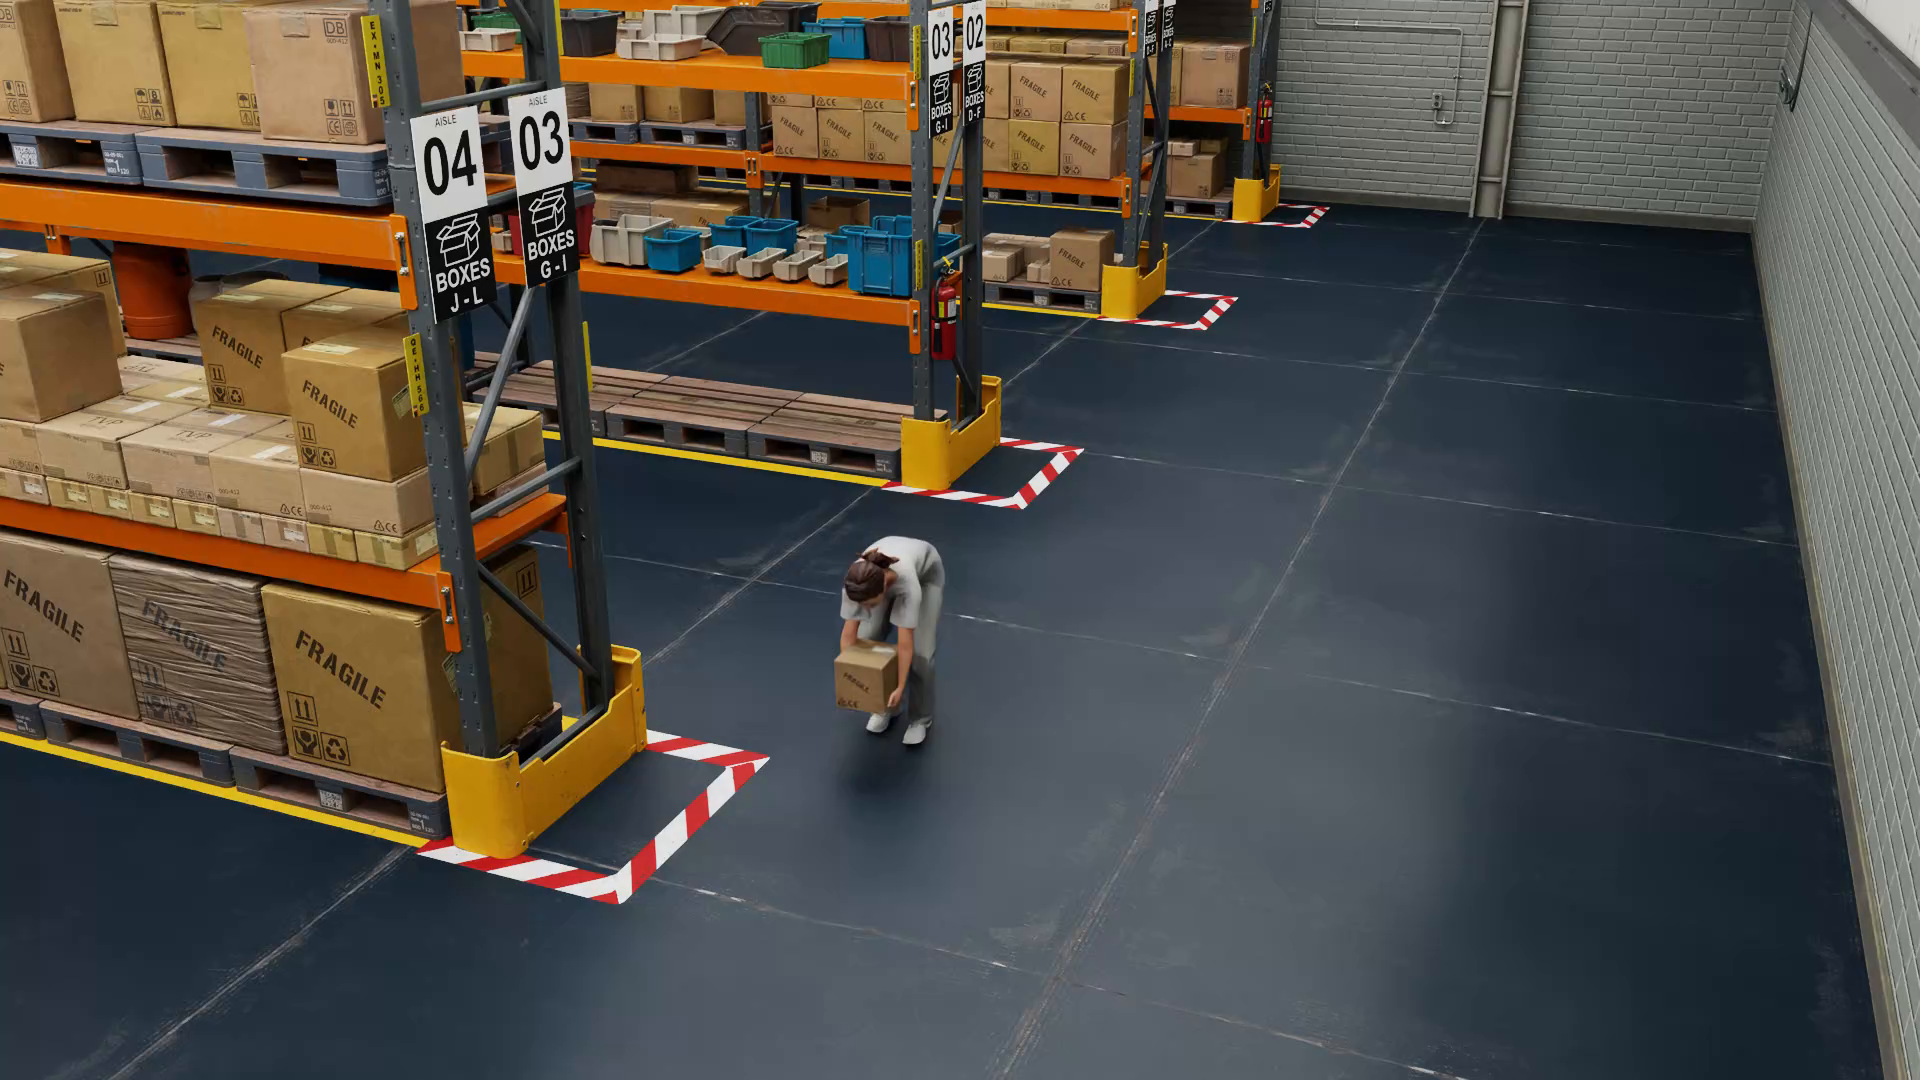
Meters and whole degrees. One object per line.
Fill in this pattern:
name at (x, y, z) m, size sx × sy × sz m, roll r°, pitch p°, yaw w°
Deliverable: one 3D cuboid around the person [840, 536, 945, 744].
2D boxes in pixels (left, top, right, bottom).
person at (-0.349, 0.499, 8.120) m, size 0.439 × 1.116 × 0.852 m, roll 8°, pitch 24°, yaw 18°
